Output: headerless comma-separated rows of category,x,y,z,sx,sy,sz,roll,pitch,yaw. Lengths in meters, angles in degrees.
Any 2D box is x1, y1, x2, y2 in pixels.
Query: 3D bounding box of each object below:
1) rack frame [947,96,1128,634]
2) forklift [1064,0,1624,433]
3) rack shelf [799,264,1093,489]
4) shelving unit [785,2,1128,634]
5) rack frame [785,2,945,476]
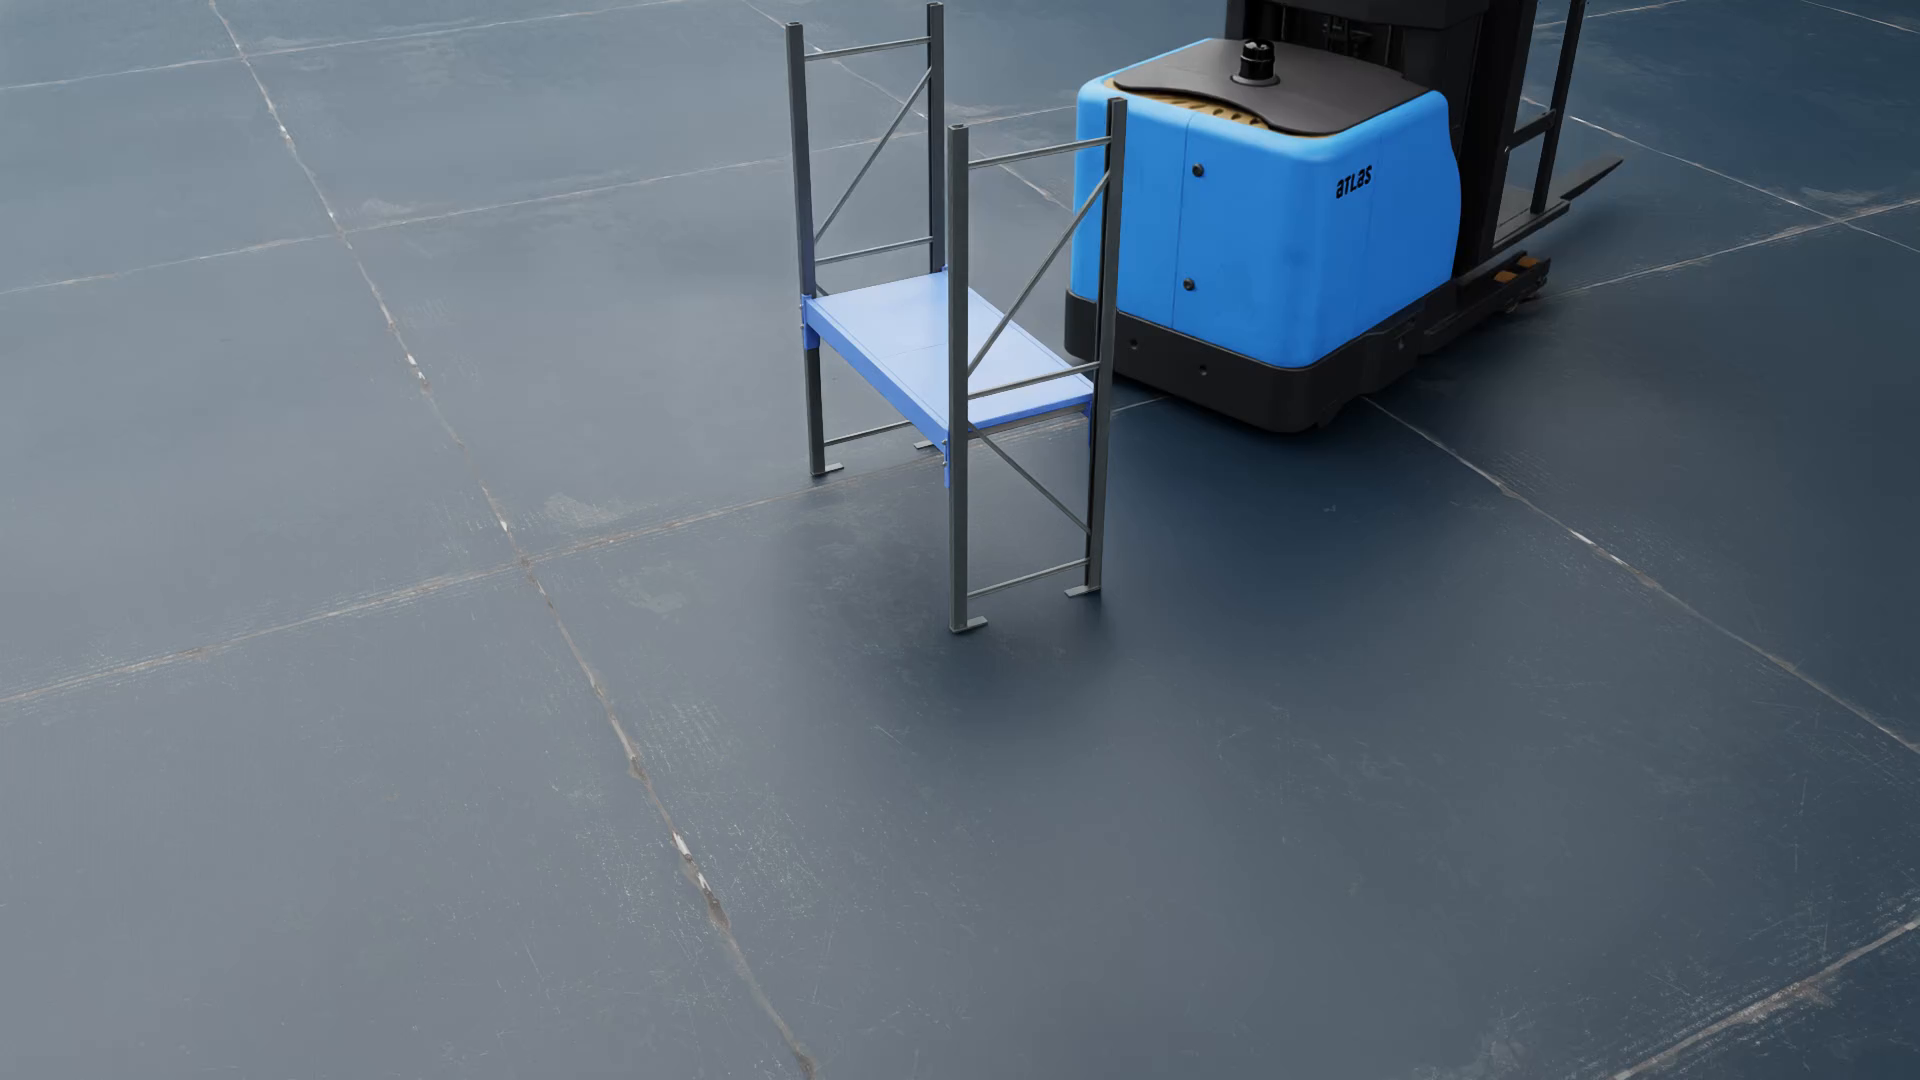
rack frame,0.197,-0.430,4.530,0.500,1.500,0.032,-16,36,-23
forklift,1.754,-2.310,6.138,1.130,2.935,3.031,26,41,35
rack shelf,-0.040,-0.521,5.006,0.538,0.185,1.000,-16,36,-23
shelving unit,-0.040,-0.672,4.909,0.538,1.500,1.048,-16,36,-23
rack frame,-0.277,-0.915,5.288,0.500,1.500,0.032,-16,36,-23
